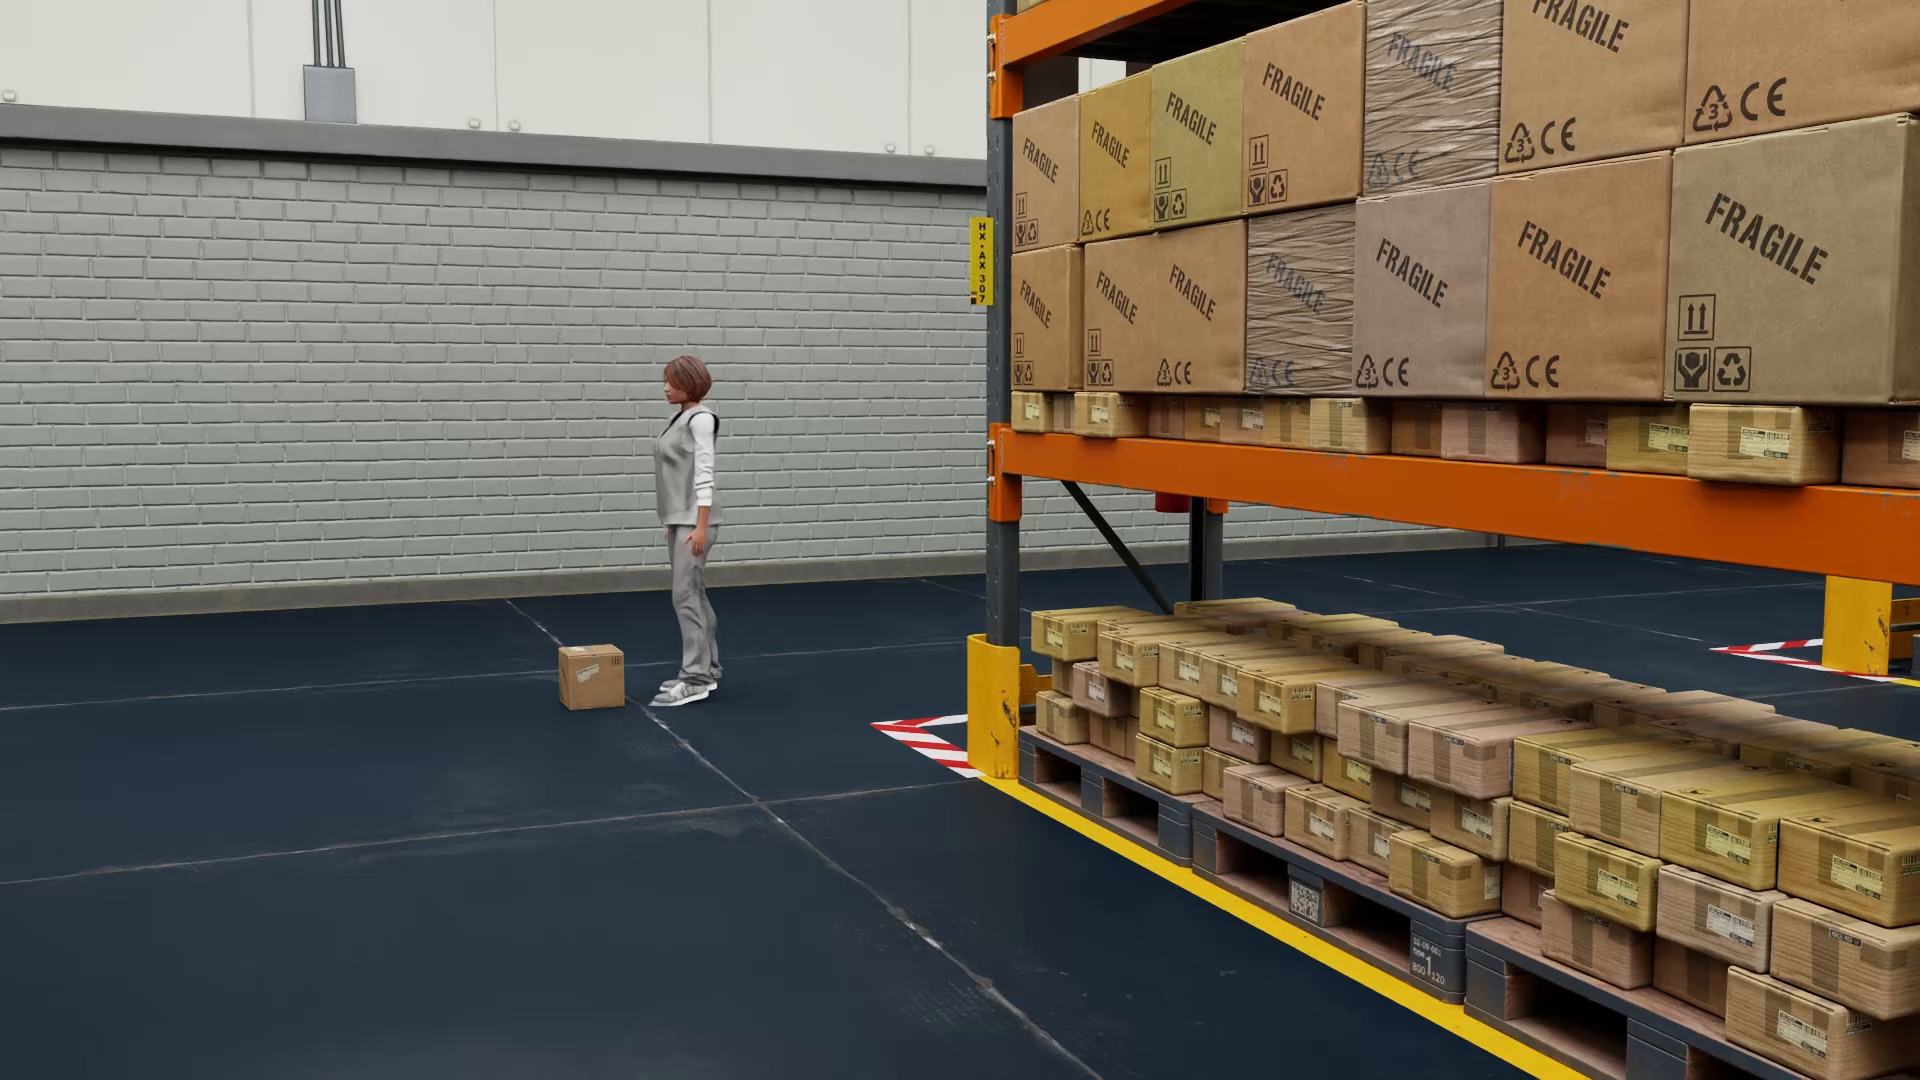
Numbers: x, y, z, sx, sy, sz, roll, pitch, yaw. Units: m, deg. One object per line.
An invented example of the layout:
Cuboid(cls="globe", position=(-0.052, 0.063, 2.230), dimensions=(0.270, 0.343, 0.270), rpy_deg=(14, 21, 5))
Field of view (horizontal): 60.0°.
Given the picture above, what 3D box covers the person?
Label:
Cuboid(cls="person", position=(-1.295, -0.051, 7.771), dimensions=(0.385, 1.614, 0.424), rpy_deg=(-2, 6, -24))
